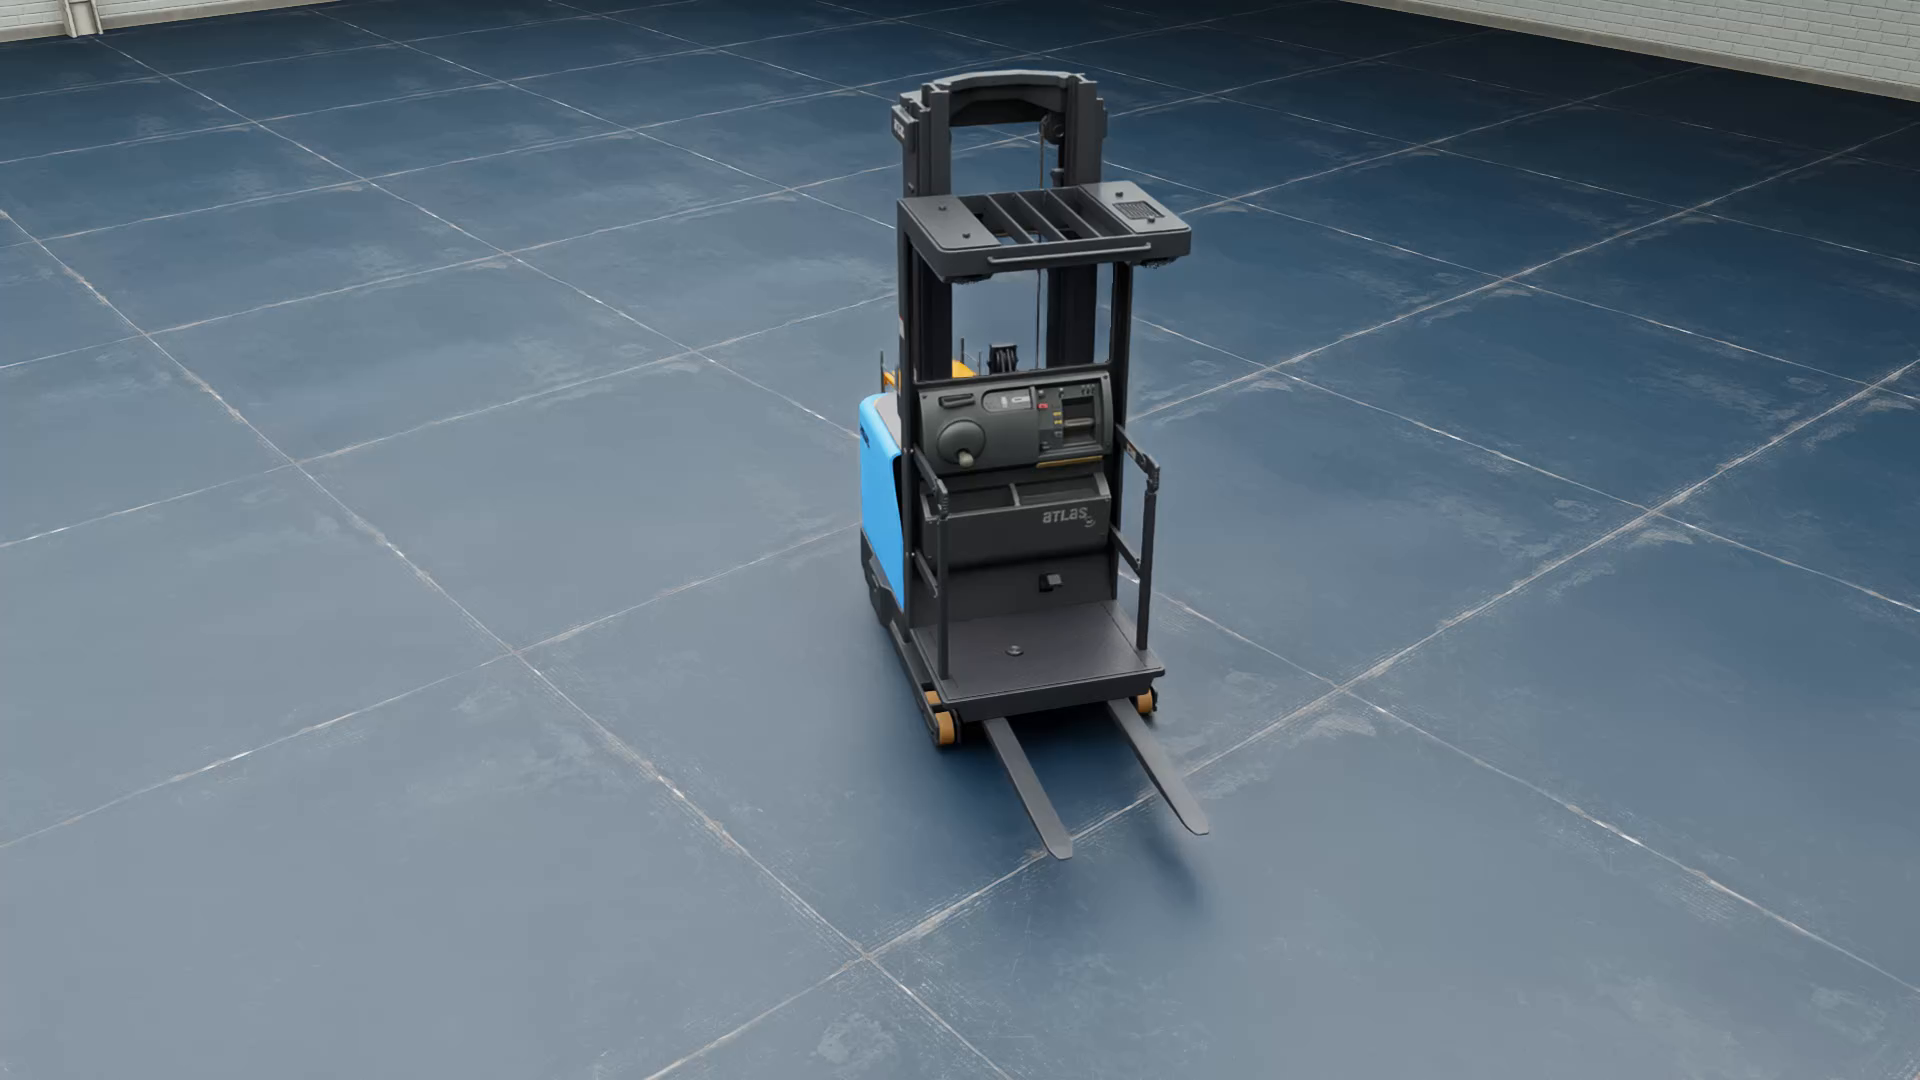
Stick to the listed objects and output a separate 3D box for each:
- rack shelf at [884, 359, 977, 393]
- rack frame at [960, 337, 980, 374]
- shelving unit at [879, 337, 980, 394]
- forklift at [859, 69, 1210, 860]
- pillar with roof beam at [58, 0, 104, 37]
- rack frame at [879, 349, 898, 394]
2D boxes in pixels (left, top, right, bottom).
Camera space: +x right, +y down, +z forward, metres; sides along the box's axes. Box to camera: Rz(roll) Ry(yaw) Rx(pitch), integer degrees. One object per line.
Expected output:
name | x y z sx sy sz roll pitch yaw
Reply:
rack shelf | -0.166 -0.862 9.256 0.480 0.148 0.258 -12 30 -21
rack frame | 0.057 -0.561 9.528 0.015 1.200 0.240 -12 30 -21
shelving unit | -0.166 -0.515 9.441 0.503 1.200 0.258 -12 30 -21
forklift | 0.327 -0.515 7.604 1.130 2.935 3.031 -7 29 -14
pillar with roof beam | -9.131 -9.324 17.649 0.400 9.000 9.100 -22 35 -35
rack frame | -0.389 -0.469 9.354 0.015 1.200 0.240 -12 30 -21
